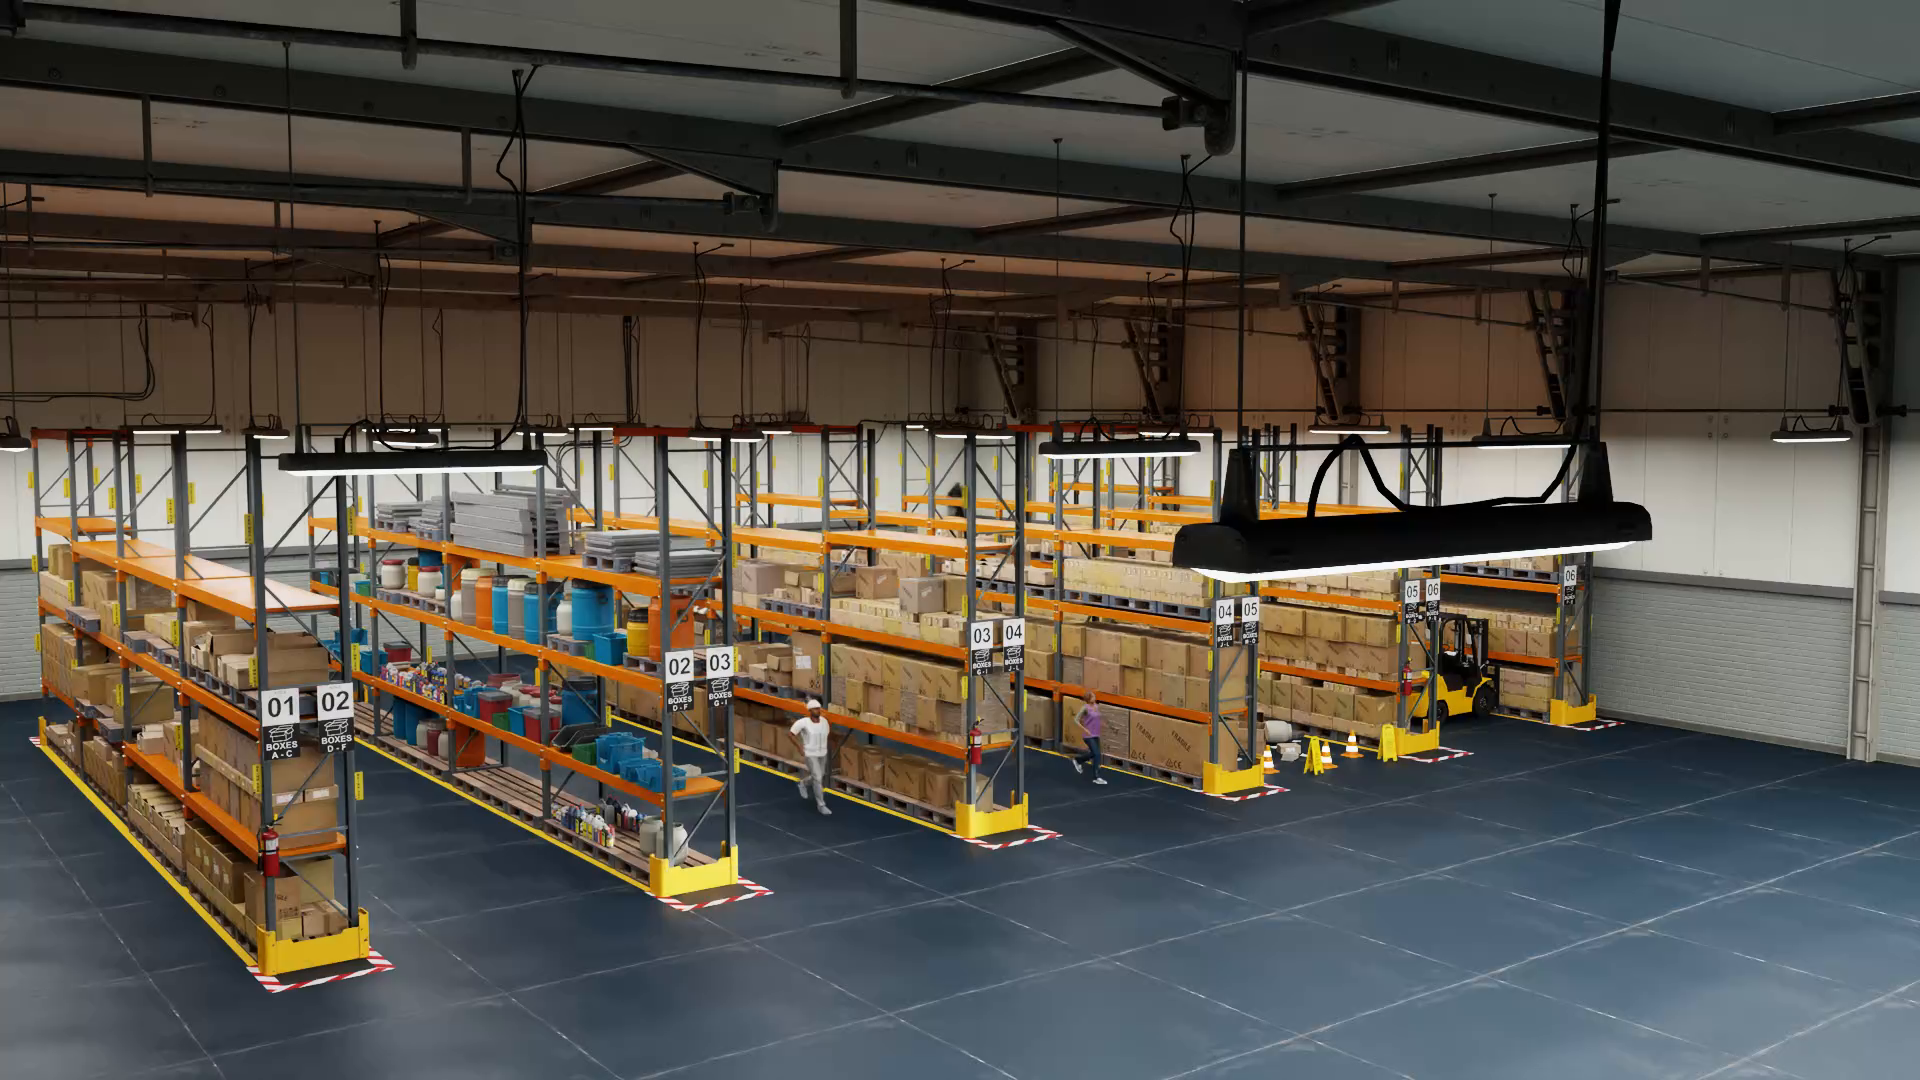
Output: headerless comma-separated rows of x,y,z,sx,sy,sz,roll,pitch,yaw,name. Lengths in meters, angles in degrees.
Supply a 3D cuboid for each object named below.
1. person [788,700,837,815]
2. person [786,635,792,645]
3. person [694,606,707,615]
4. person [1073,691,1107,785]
-2.316,3.398,26.260,0.699,1.769,0.927,-4,6,-43,person
-4.064,2.252,41.547,0.667,1.706,0.678,3,5,30,person
-6.475,2.249,40.851,0.749,1.740,0.904,4,6,45,person
2.187,3.332,28.231,0.755,1.563,0.547,4,6,40,person
